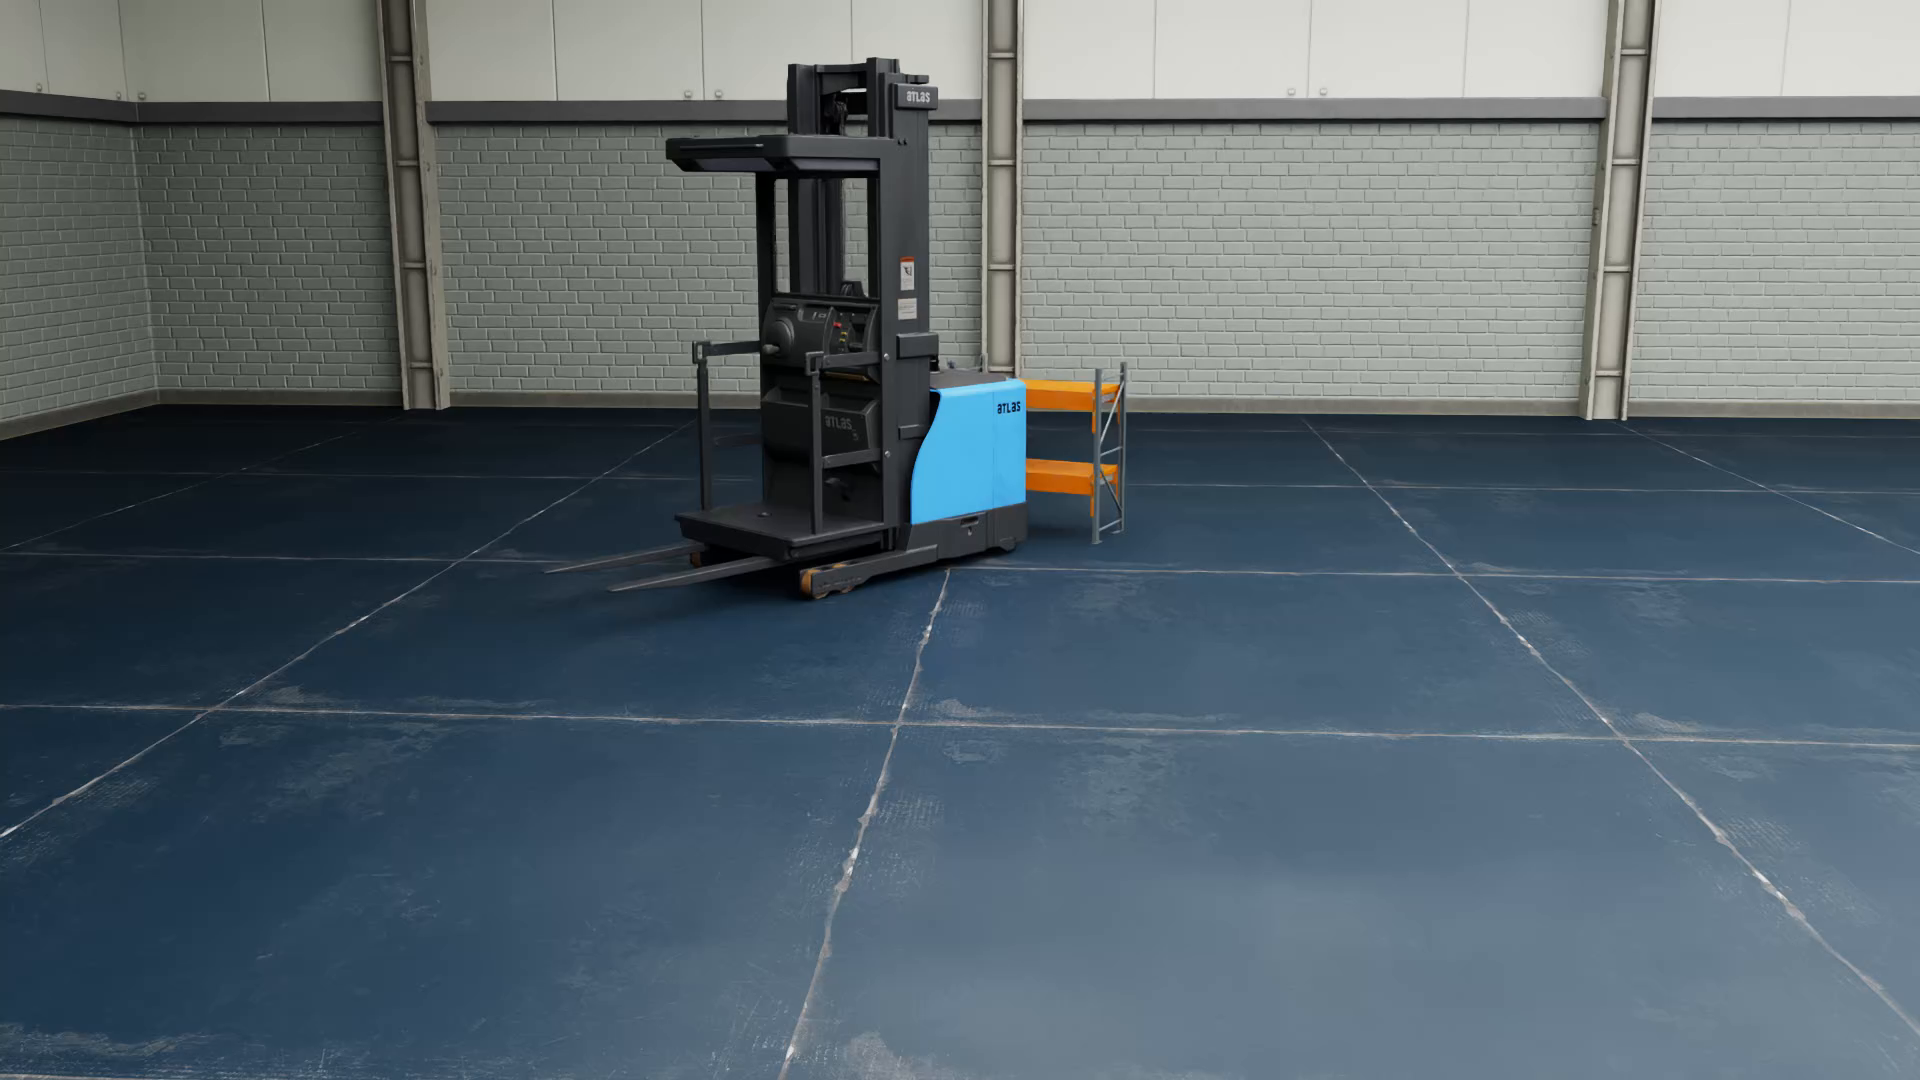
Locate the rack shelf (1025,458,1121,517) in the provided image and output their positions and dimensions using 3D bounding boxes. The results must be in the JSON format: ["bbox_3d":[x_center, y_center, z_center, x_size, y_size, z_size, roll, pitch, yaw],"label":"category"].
[{"bbox_3d":[0.509,-0.373,10.999,1.000,0.278,0.538,6,13,25],"label":"rack shelf"}]

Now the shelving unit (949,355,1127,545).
[{"bbox_3d":[0.509,-0.613,10.949,1.048,1.125,0.538,6,13,25],"label":"shelving unit"}]

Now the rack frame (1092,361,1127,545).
[{"bbox_3d":[0.967,-0.567,10.733,0.032,1.125,0.500,6,13,25],"label":"rack frame"}]

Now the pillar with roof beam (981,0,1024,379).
[{"bbox_3d":[0.132,-4.826,11.863,0.400,9.000,9.100,1,12,4],"label":"pillar with roof beam"}]

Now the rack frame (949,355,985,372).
[{"bbox_3d":[0.051,-0.658,11.165,0.032,1.125,0.500,6,13,25],"label":"rack frame"}]

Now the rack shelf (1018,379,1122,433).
[{"bbox_3d":[0.509,-0.899,10.889,1.000,0.278,0.538,6,13,25],"label":"rack shelf"}]

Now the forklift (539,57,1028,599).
[{"bbox_3d":[-0.961,-1.227,9.475,1.130,2.935,3.031,11,16,43],"label":"forklift"}]

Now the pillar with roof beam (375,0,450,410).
[{"bbox_3d":[-5.855,-4.909,12.255,0.400,9.000,9.100,1,12,4],"label":"pillar with roof beam"}]

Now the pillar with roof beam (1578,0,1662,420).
[{"bbox_3d":[6.119,-4.744,11.471,0.400,9.000,9.100,1,12,4],"label":"pillar with roof beam"}]
